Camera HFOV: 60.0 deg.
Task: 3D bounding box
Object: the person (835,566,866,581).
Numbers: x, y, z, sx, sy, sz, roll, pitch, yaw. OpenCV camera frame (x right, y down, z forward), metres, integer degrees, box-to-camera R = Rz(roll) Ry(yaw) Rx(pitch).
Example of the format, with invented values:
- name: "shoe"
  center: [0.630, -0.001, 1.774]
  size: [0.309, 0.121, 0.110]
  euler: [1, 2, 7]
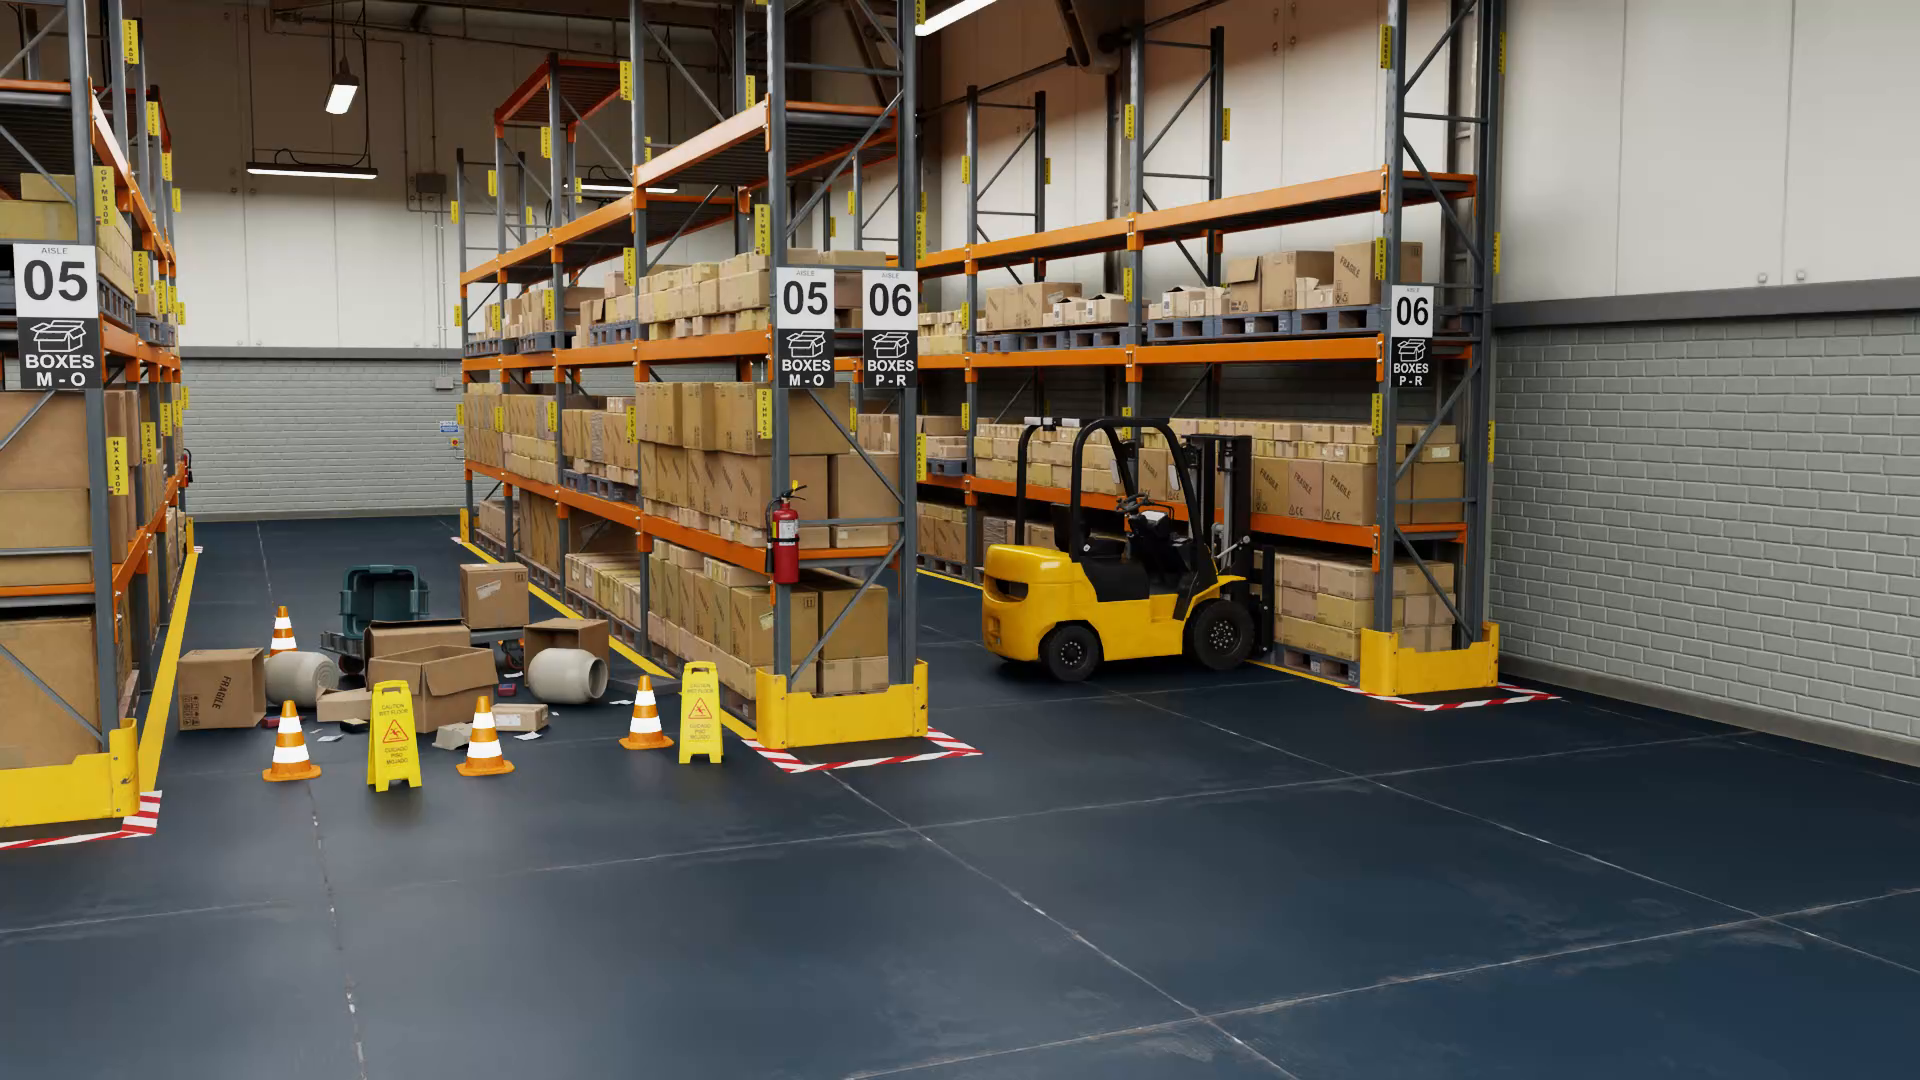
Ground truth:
- name: "person"
  center: [-1.045, -0.004, 16.791]
  size: [0.508, 1.800, 0.589]
  euler: [-2, 6, -23]
